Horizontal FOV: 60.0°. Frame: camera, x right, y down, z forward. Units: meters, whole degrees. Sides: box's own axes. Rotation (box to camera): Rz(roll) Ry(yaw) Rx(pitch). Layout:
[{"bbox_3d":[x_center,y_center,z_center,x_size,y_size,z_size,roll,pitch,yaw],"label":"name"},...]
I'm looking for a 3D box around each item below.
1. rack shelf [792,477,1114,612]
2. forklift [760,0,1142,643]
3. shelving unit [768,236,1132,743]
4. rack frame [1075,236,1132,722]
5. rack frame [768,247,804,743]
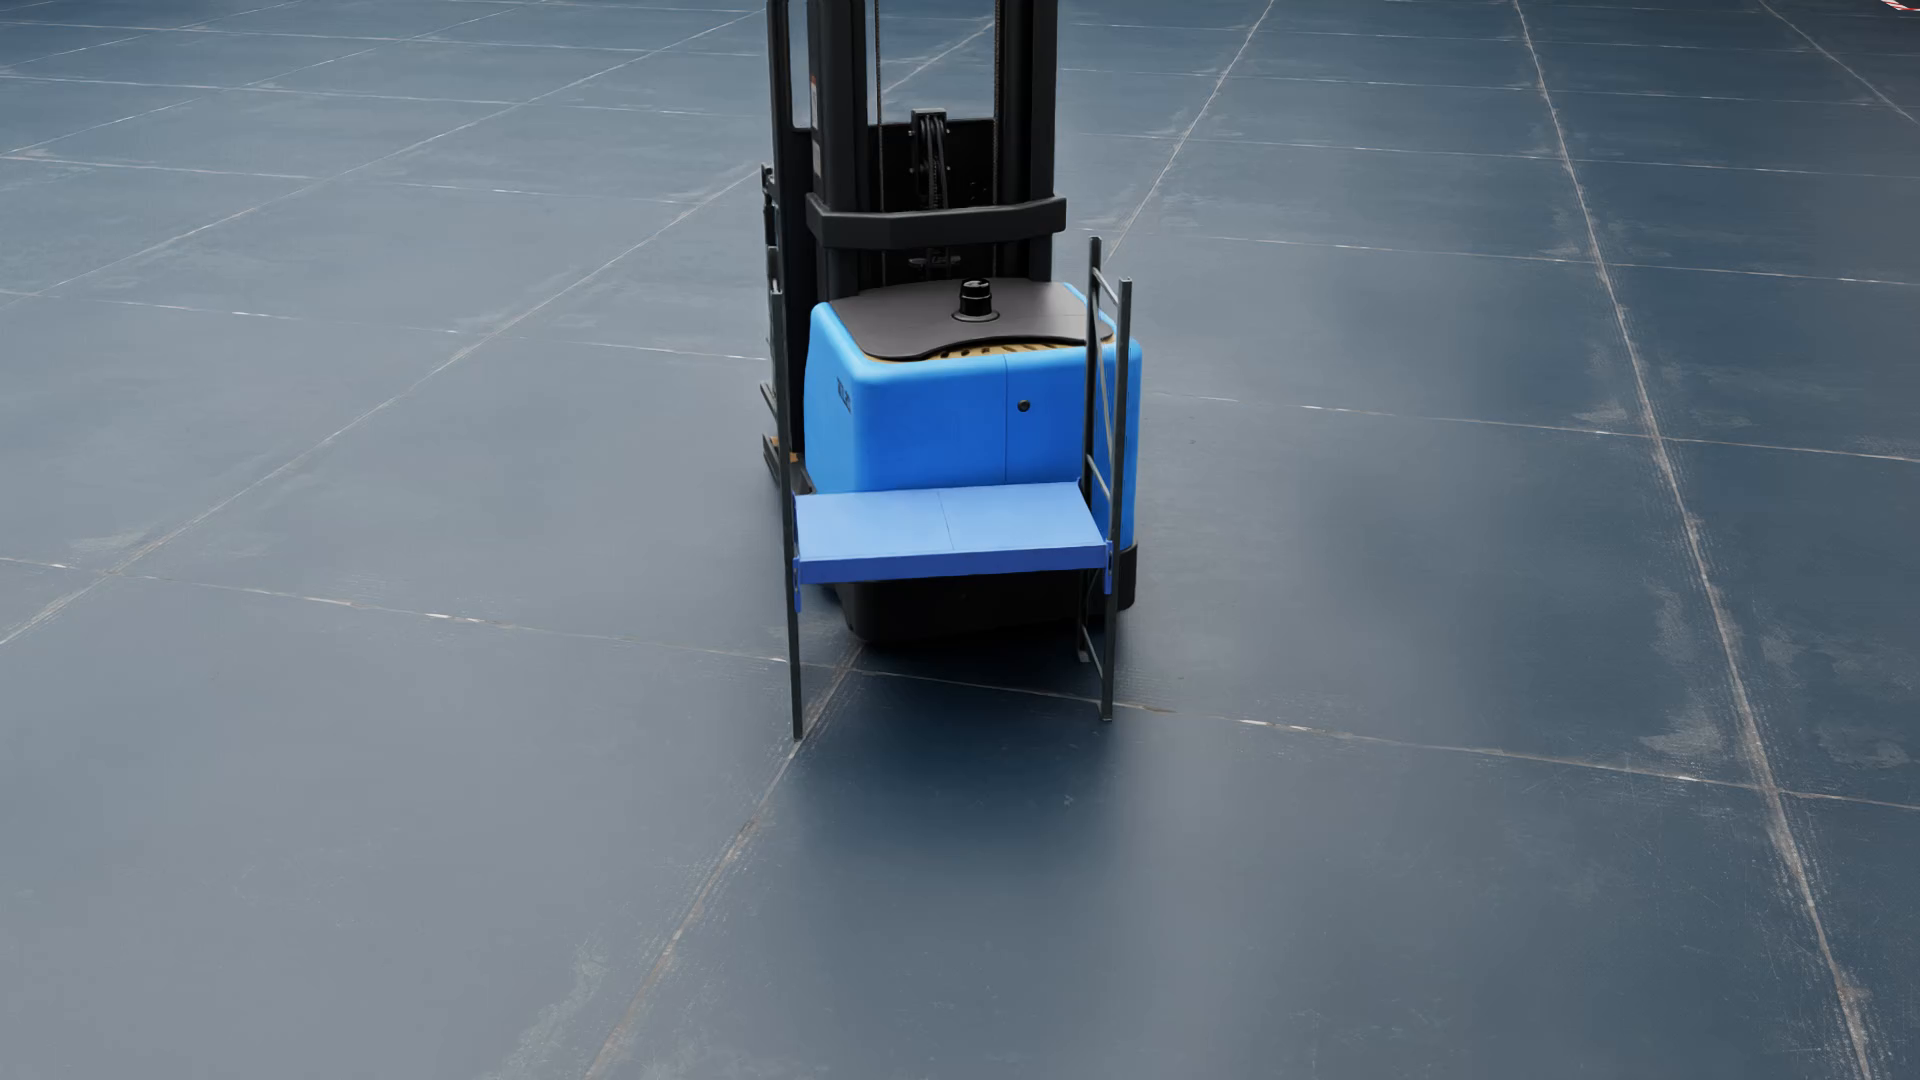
[{"bbox_3d":[-0.048,0.006,5.412,1.000,0.185,0.538,-3,26,-6],"label":"rack shelf"},{"bbox_3d":[-0.244,-1.575,6.648,1.130,2.935,3.031,-7,26,-14],"label":"forklift"},{"bbox_3d":[-0.048,-0.157,5.334,1.048,1.500,0.538,-3,26,-6],"label":"shelving unit"},{"bbox_3d":[0.457,-0.183,5.391,0.032,1.500,0.500,-3,26,-6],"label":"rack frame"},{"bbox_3d":[-0.552,-0.130,5.278,0.032,1.500,0.500,-3,26,-6],"label":"rack frame"}]
